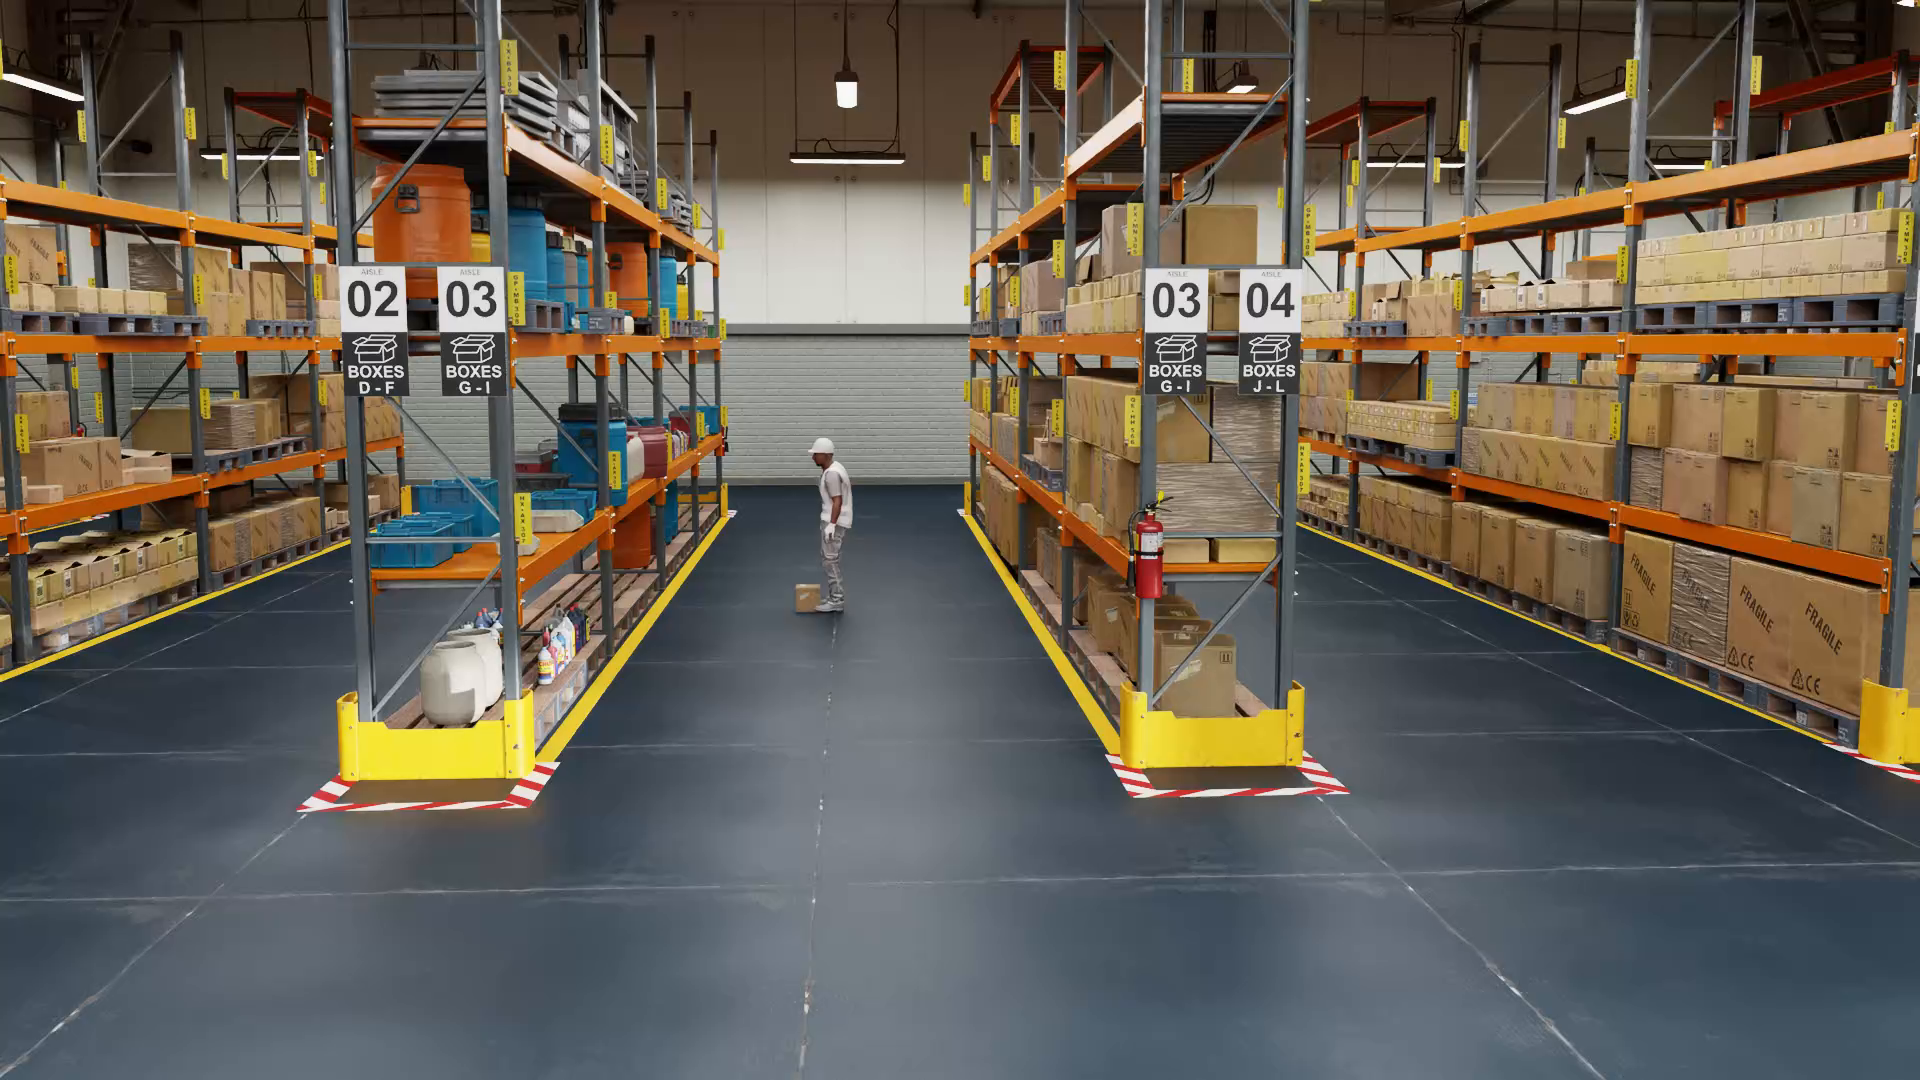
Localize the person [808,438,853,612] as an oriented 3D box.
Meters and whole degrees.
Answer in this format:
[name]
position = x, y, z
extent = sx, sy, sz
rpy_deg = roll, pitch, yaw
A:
[person]
position = -1.329, -0.159, 17.036
extent = 0.452, 1.773, 0.625
rpy_deg = -1, 7, -7
